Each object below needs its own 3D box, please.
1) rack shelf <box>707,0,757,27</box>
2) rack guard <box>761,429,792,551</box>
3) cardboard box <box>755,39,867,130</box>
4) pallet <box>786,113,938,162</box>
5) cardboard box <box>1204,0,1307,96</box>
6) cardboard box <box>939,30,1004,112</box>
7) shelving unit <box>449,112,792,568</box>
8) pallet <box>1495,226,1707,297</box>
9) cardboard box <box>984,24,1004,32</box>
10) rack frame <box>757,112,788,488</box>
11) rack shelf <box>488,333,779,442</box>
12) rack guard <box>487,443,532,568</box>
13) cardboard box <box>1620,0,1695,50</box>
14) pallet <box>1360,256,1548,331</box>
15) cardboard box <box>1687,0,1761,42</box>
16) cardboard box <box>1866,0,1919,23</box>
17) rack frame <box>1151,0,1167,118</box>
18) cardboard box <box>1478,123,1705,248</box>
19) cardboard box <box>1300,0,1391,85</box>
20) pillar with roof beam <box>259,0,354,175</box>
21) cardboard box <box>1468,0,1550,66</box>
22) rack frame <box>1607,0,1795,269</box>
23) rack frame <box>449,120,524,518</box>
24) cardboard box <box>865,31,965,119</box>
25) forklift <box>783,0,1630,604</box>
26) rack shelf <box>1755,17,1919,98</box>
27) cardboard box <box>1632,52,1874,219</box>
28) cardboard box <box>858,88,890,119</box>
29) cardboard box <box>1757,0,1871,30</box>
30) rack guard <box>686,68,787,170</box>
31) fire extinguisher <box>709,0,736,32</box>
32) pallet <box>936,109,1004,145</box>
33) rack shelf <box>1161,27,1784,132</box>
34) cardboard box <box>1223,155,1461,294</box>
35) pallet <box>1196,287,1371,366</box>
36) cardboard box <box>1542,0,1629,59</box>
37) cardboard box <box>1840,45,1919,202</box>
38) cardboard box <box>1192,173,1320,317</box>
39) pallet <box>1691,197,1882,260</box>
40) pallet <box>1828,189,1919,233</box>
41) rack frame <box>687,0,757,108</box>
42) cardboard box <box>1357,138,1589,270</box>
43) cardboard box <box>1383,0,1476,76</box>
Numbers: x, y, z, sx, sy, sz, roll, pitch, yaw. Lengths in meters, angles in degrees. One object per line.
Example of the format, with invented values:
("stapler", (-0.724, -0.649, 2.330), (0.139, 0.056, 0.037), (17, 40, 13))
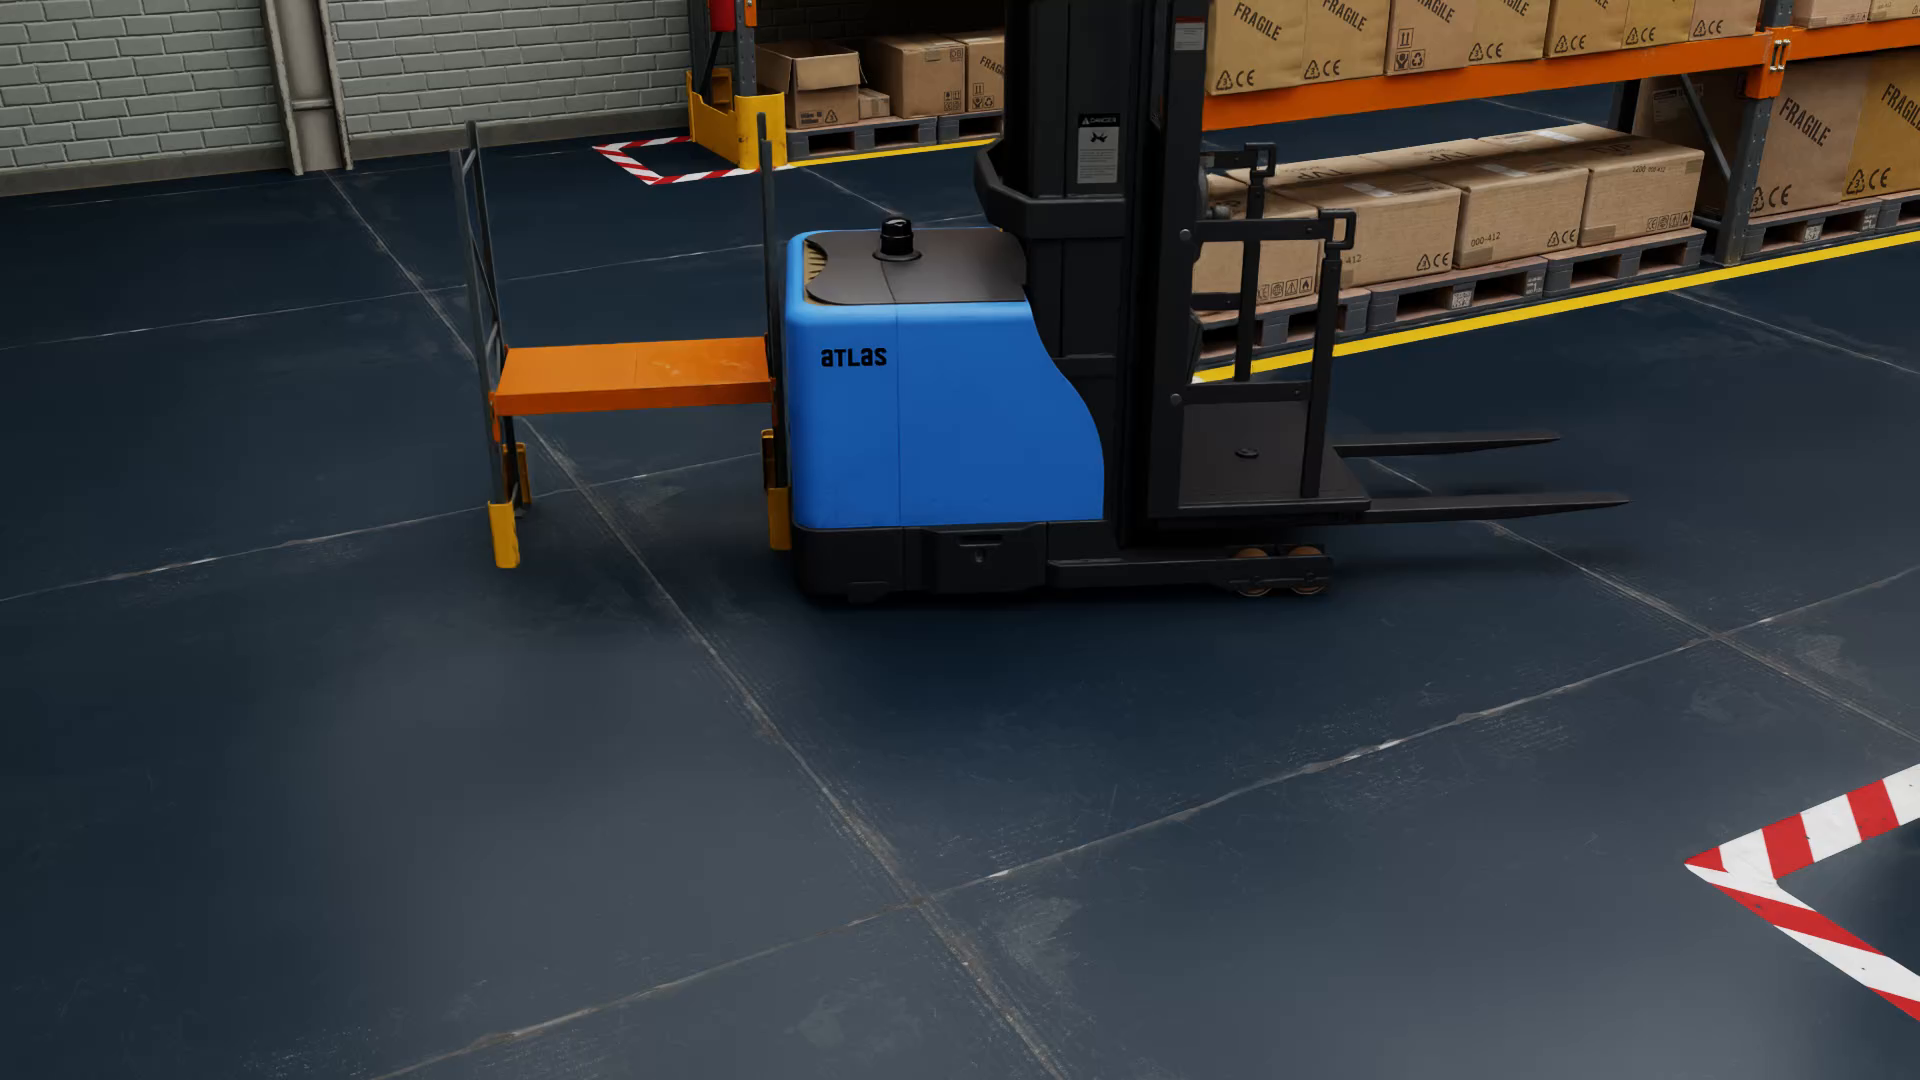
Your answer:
("rack shelf", (0.069, -4.261, 12.491), (4.000, 0.370, 1.077), (-13, 29, -25))
("rack guard", (-0.702, -0.200, 6.378), (0.087, 0.250, 0.587), (-4, 26, -8))
("cardboard box", (-1.112, -3.331, 12.120), (0.637, 0.503, 0.797), (-14, 29, -27))
("pallet", (-0.926, -3.099, 12.462), (1.213, 0.211, 1.003), (-13, 29, -25))
("cardboard box", (1.202, -2.317, 7.494), (0.500, 0.500, 0.500), (-13, 29, -25))
("cardboard box", (0.174, -3.558, 12.598), (0.500, 0.500, 0.500), (-12, 28, -24))
("shelving unit", (-1.195, -0.732, 6.042), (1.083, 1.500, 0.587), (-4, 26, -8))
("pallet", (3.465, -1.716, 9.580), (1.213, 0.211, 1.003), (-13, 29, -25))
("cardboard box", (0.577, -3.700, 12.893), (0.500, 0.500, 0.700), (-14, 29, -27))
("rack frame", (-0.683, -0.765, 6.110), (0.032, 1.500, 0.500), (-4, 26, -8))
("rack shelf", (-1.186, -0.571, 6.122), (1.000, 0.185, 0.538), (-4, 26, -8))
("rack guard", (-1.688, -0.138, 6.248), (0.087, 0.250, 0.587), (-4, 26, -8))
("cardboard box", (3.432, -2.844, 8.593), (0.500, 0.500, 0.500), (-14, 29, -26))
("pallet", (2.387, -1.466, 9.059), (1.213, 0.211, 1.003), (-13, 29, -25))
("cardboard box", (3.883, -2.951, 8.815), (0.500, 0.500, 0.500), (-13, 28, -25))
("cardboard box", (5.141, -3.125, 9.467), (0.500, 0.250, 0.500), (-14, 29, -26))
("rack frame", (0.643, -2.283, 7.540), (0.127, 3.000, 1.000), (-13, 29, -25))
("cardboard box", (3.568, -2.045, 9.520), (0.875, 0.438, 0.875), (-13, 29, -26))
("cardboard box", (1.635, -2.430, 7.731), (0.500, 0.500, 0.500), (-13, 29, -26))
("pillar with roof beam", (-2.474, -5.034, 6.337), (0.400, 9.000, 9.100), (-13, 29, -25))
("cardboard box", (2.526, -2.635, 8.158), (0.500, 0.500, 0.500), (-12, 28, -23))
("rack frame", (4.172, -3.098, 9.237), (0.127, 3.000, 1.000), (-13, 29, -25))
("rack frame", (-1.689, -0.701, 5.977), (0.032, 1.500, 0.500), (-4, 26, -8))
("cardboard box", (-0.339, -3.488, 12.453), (0.500, 0.500, 0.700), (-12, 28, -23))
("forklift", (0.895, -1.348, 5.672), (3.031, 2.935, 1.130), (-2, 26, -4))
("rack shelf", (5.937, -3.181, 10.241), (4.000, 0.370, 1.077), (-13, 29, -25))
("cardboard box", (4.682, -2.486, 9.933), (0.875, 0.875, 0.875), (-12, 28, -24))
("cardboard box", (-0.719, -3.242, 12.346), (0.250, 0.149, 0.380), (-14, 29, -27))
("cardboard box", (4.685, -3.019, 9.246), (0.500, 0.250, 0.500), (-14, 29, -26))
("rack guard", (-1.629, -3.067, 12.060), (0.348, 0.500, 1.175), (-13, 29, -25))
("fire extinguisher", (-1.608, -3.769, 11.154), (0.183, 0.674, 0.296), (-13, 29, -25))
("pallet", (0.149, -3.346, 12.976), (1.213, 0.211, 1.003), (-13, 29, -25))
("rack shelf", (2.408, -2.366, 8.544), (4.000, 0.370, 1.077), (-13, 29, -25))
("cardboard box", (1.982, -1.680, 8.758), (0.875, 0.438, 0.875), (-12, 28, -24))
("pallet", (1.312, -1.219, 8.545), (1.213, 0.211, 1.003), (-13, 29, -25))
("cardboard box", (2.995, -2.736, 8.368), (0.500, 0.500, 0.500), (-13, 29, -26))
("cardboard box", (5.475, -2.673, 10.322), (0.875, 0.875, 0.875), (-12, 28, -24))
("cardboard box", (1.178, -1.490, 8.363), (0.875, 0.438, 0.875), (-14, 29, -27))
("pallet", (4.818, -2.027, 10.228), (1.213, 0.211, 1.003), (-13, 29, -25))
("pallet", (5.896, -2.277, 10.749), (1.213, 0.211, 1.003), (-13, 29, -25))
("rack frame", (-1.696, -4.178, 11.487), (0.127, 3.000, 1.000), (-13, 29, -25))
("cardboard box", (2.778, -1.863, 9.139), (0.875, 0.438, 0.875), (-14, 29, -27))
("cardboard box", (2.092, -2.527, 7.932), (0.500, 0.500, 0.500), (-13, 29, -25))
